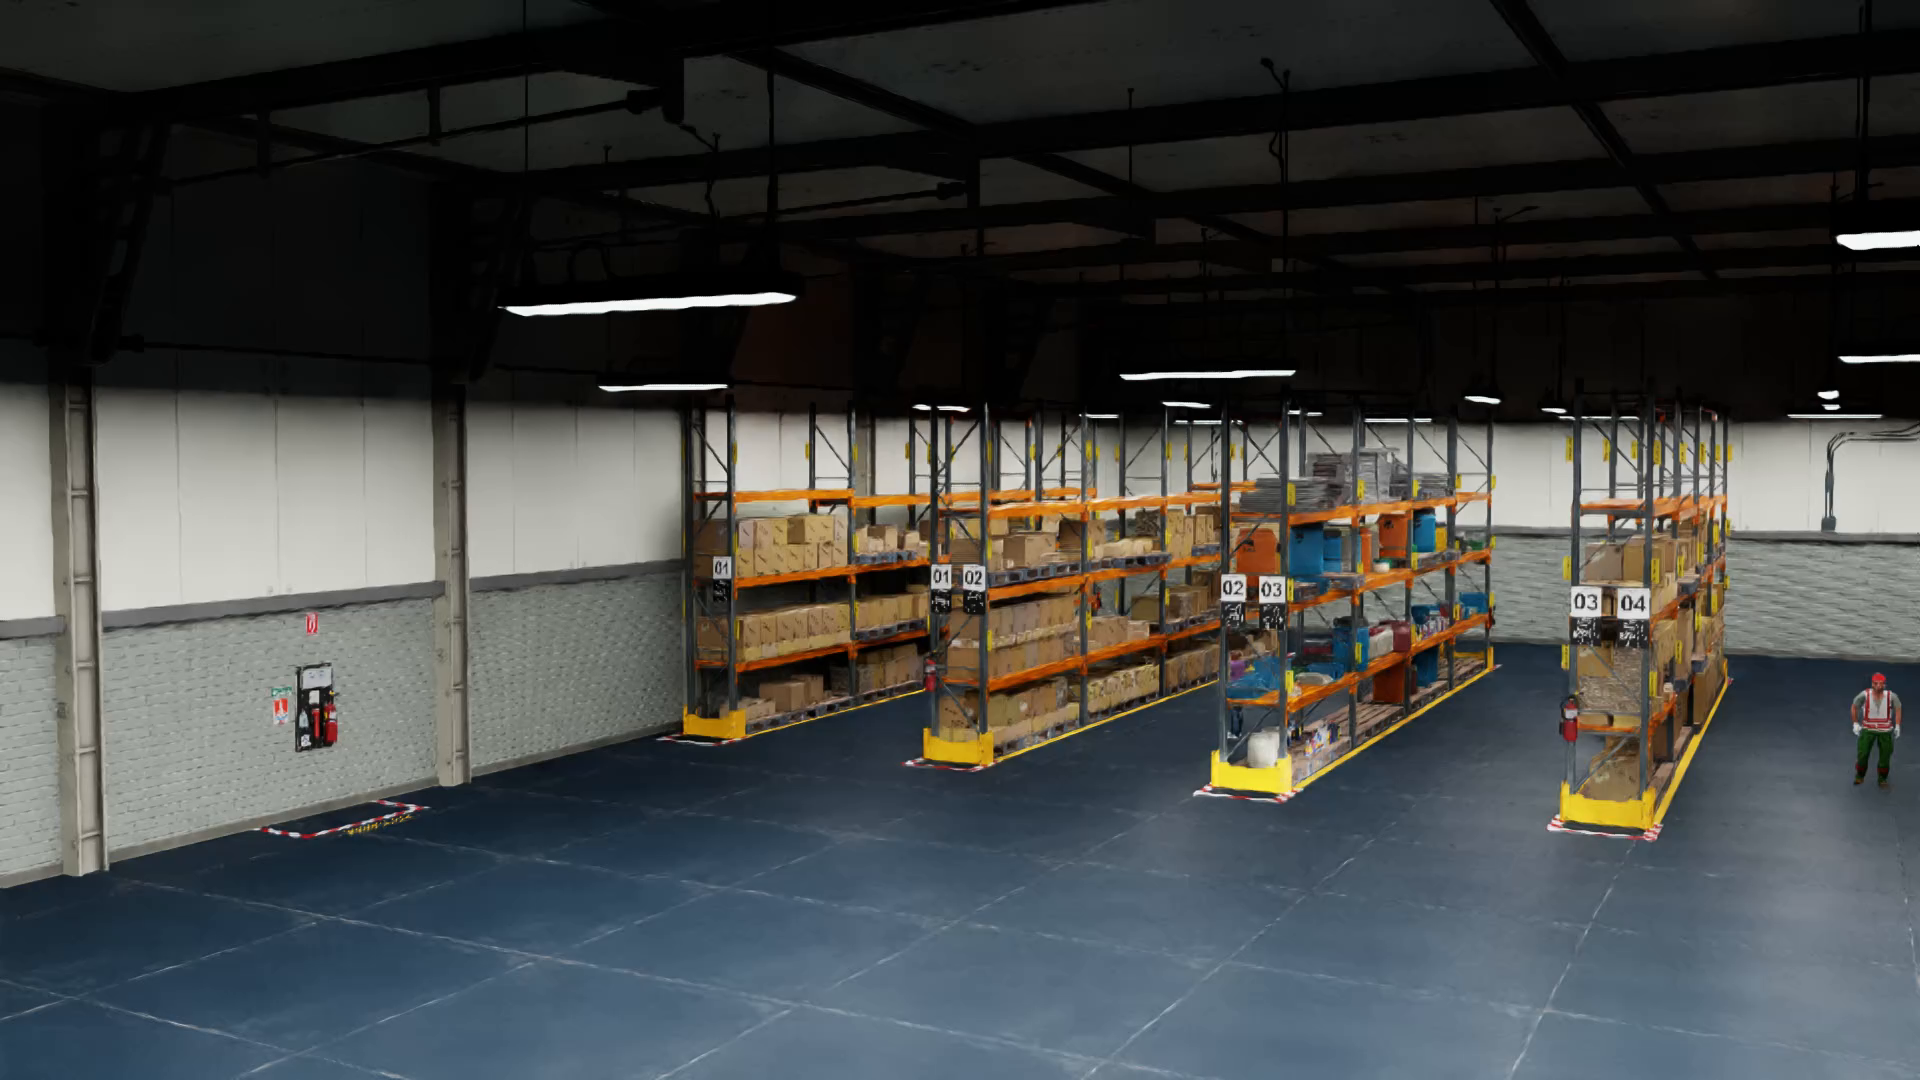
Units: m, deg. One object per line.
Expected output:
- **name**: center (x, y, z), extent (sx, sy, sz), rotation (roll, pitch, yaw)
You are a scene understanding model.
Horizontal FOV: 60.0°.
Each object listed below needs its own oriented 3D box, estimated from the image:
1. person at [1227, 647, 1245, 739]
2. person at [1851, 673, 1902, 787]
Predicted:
- **person**: center (4.785, 2.665, 29.015), extent (0.467, 1.599, 0.450), rotation (-2, 4, -31)
- **person**: center (13.671, 2.833, 24.818), extent (0.677, 1.742, 0.552), rotation (1, 3, 26)
